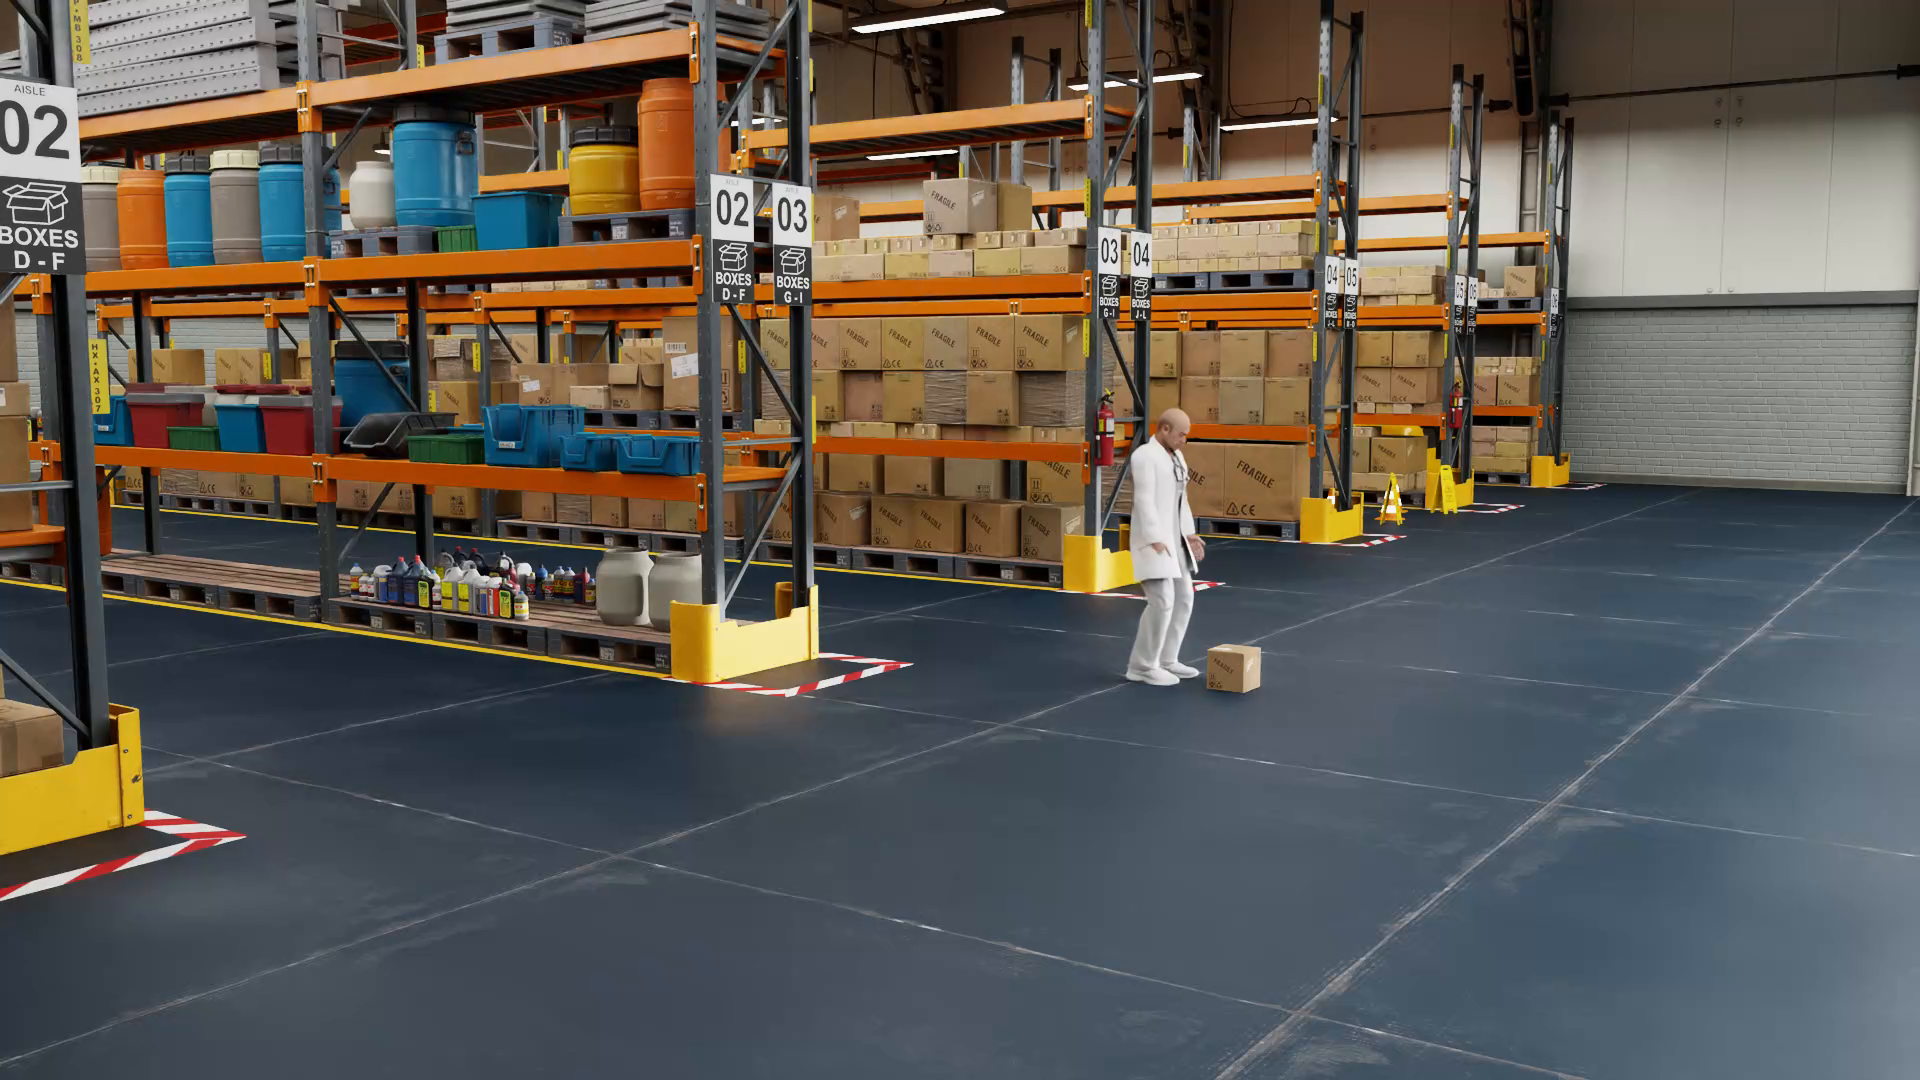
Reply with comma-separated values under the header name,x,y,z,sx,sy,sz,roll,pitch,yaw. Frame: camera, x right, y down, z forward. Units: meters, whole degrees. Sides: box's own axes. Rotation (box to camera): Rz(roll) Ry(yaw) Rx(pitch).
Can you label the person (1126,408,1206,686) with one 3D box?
name,x,y,z,sx,sy,sz,roll,pitch,yaw
person,1.315,0.031,10.653,0.395,1.753,0.579,4,8,35
